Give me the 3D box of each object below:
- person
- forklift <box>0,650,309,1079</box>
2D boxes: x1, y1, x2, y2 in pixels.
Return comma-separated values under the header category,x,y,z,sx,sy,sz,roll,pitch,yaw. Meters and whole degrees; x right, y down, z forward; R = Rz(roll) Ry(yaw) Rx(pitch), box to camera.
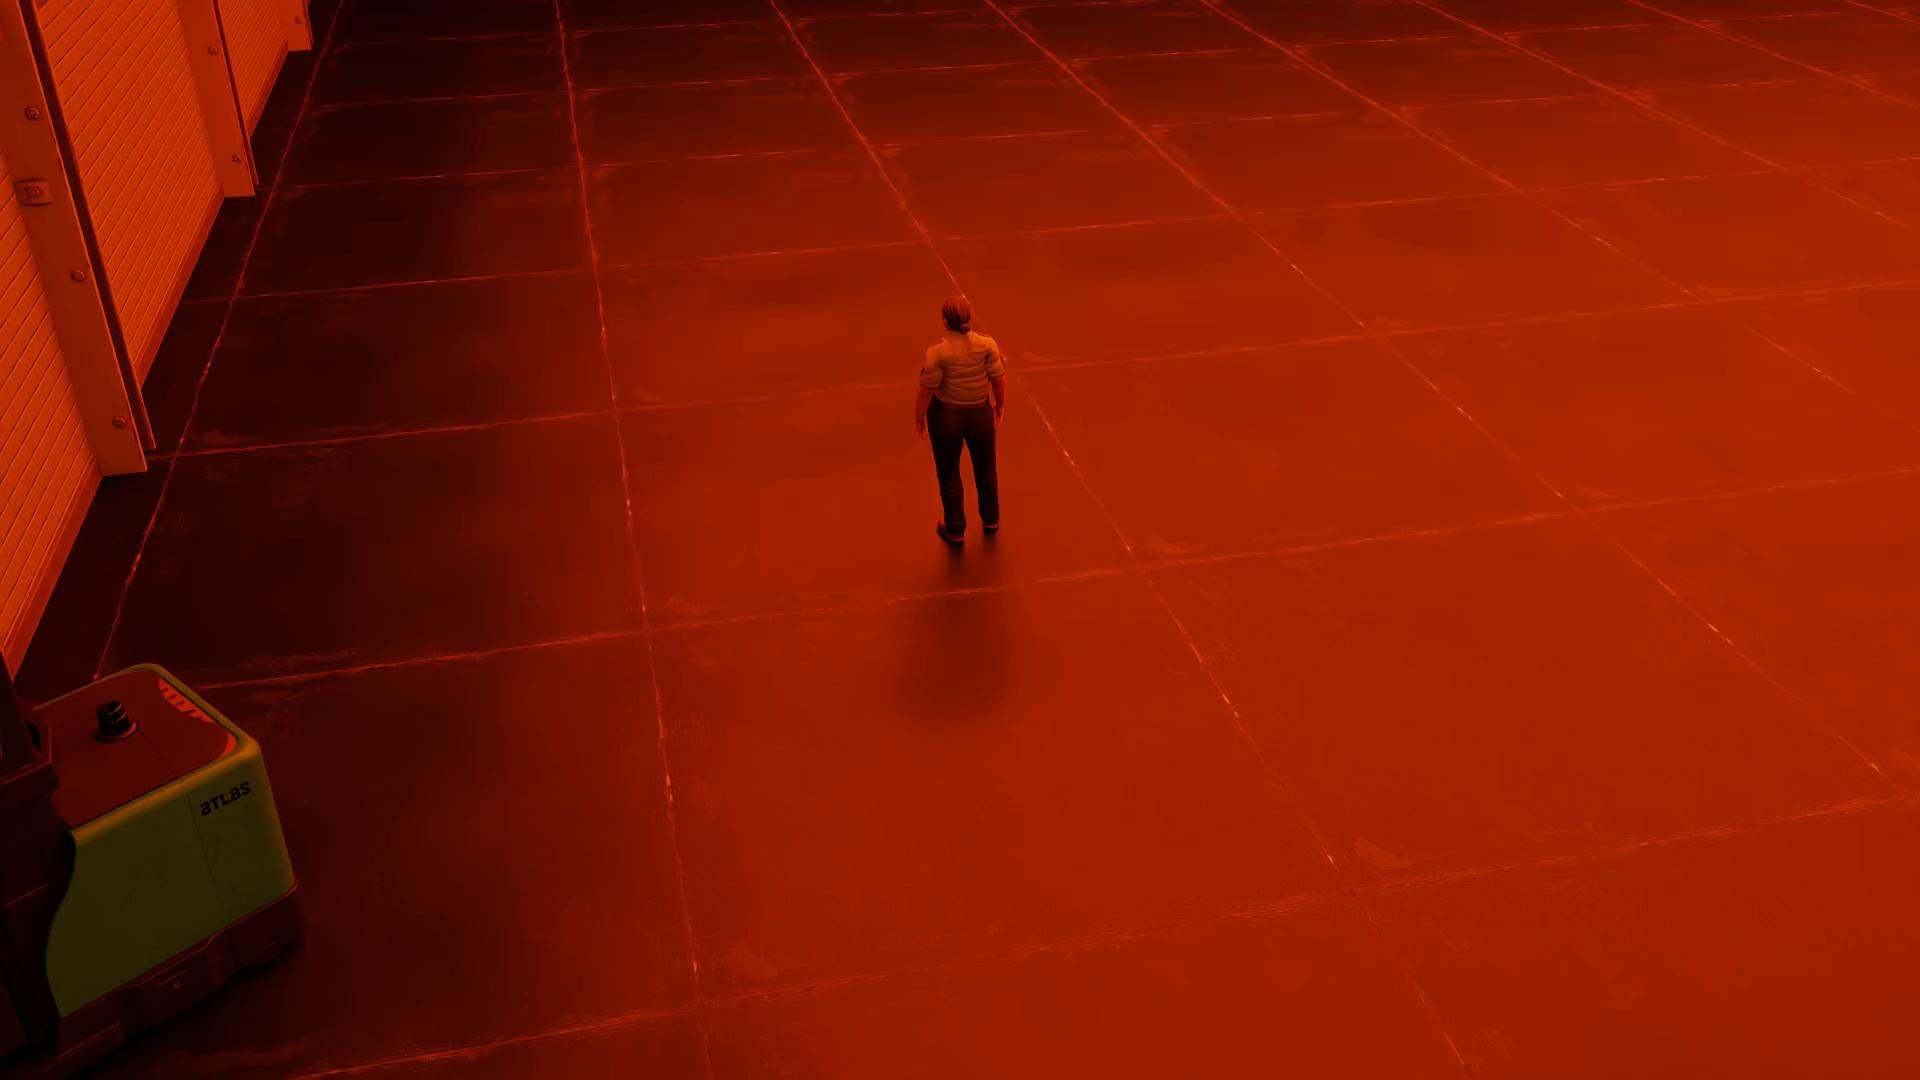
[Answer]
category,x,y,z,sx,sy,sz,roll,pitch,yaw
person,0.002,-0.766,10.164,0.598,1.651,0.502,-7,31,-12
forklift,-4.249,0.901,6.018,1.130,2.935,3.031,24,38,35
